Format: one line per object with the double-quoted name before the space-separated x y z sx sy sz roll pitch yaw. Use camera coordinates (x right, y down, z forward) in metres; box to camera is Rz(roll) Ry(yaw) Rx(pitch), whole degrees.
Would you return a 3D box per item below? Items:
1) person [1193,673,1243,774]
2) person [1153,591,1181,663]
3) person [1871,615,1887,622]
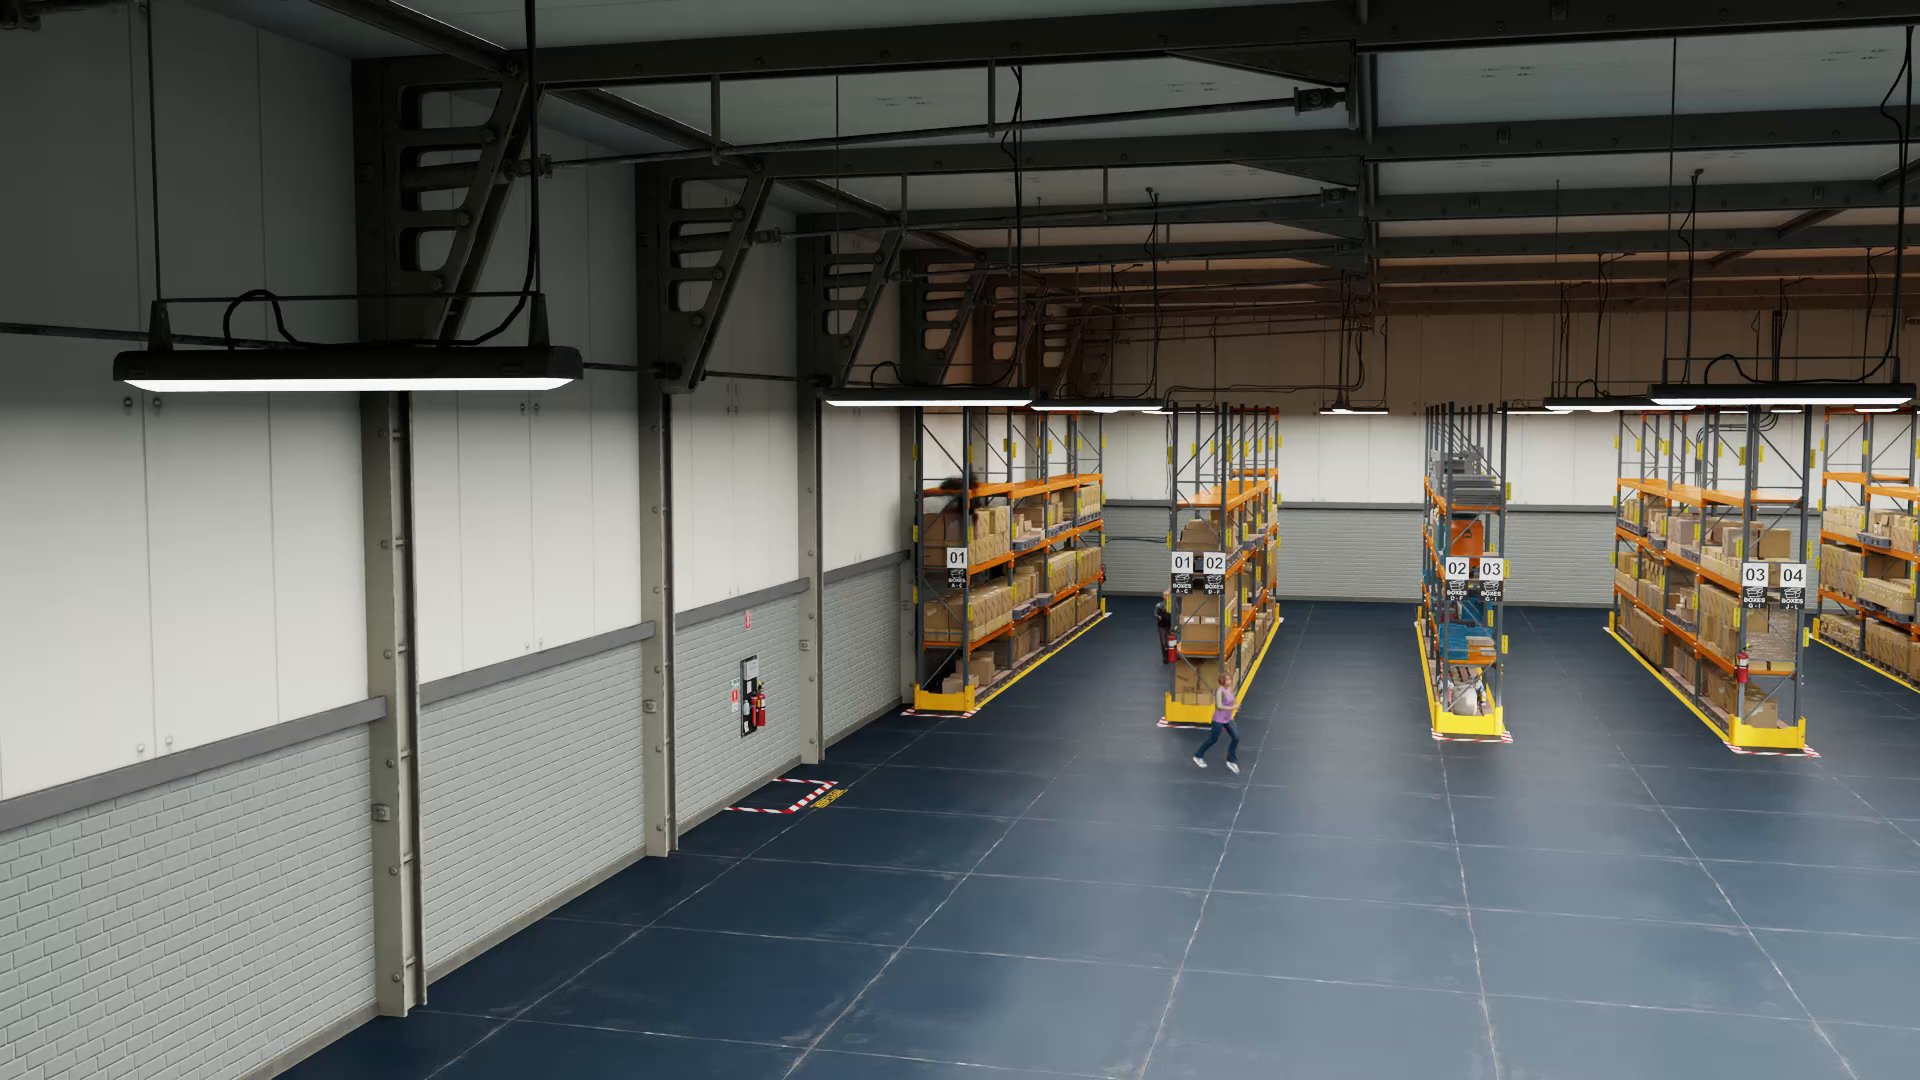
"person" 4.204 2.942 26.853 0.844 1.631 0.548 3 5 39
"person" 4.795 2.032 38.440 0.647 1.684 0.602 0 4 7
"person" 24.279 1.601 43.866 0.776 1.826 0.685 1 4 8
